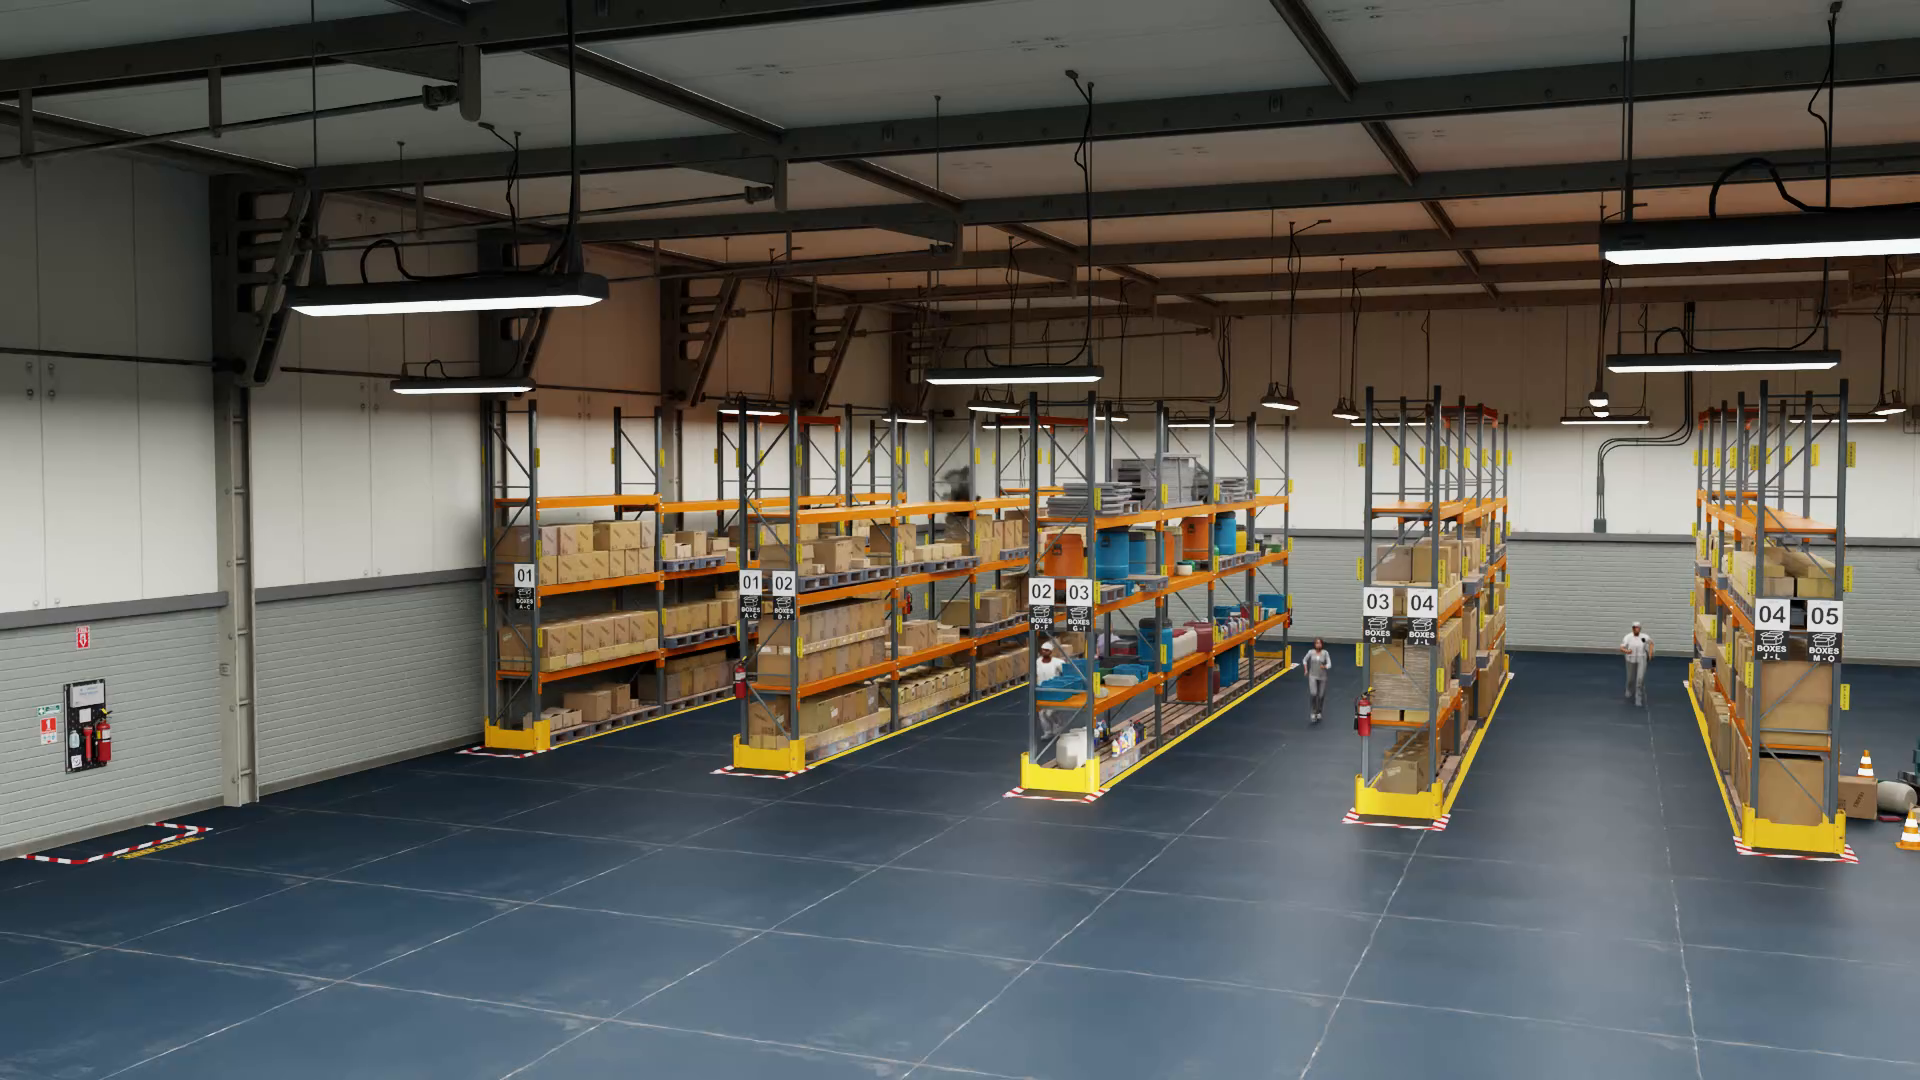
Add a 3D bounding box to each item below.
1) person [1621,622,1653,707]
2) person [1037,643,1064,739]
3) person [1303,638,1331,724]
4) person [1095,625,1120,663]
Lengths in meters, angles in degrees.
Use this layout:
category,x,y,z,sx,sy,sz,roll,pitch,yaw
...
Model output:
category,x,y,z,sx,sy,sz,roll,pitch,yaw
person,13.806,2.505,33.923,0.615,1.685,0.933,1,3,23
person,1.558,2.677,29.487,0.731,1.718,0.597,1,3,24
person,6.755,2.651,31.437,0.503,1.617,0.682,0,3,7
person,3.005,2.509,33.771,0.617,1.649,0.818,1,3,20
